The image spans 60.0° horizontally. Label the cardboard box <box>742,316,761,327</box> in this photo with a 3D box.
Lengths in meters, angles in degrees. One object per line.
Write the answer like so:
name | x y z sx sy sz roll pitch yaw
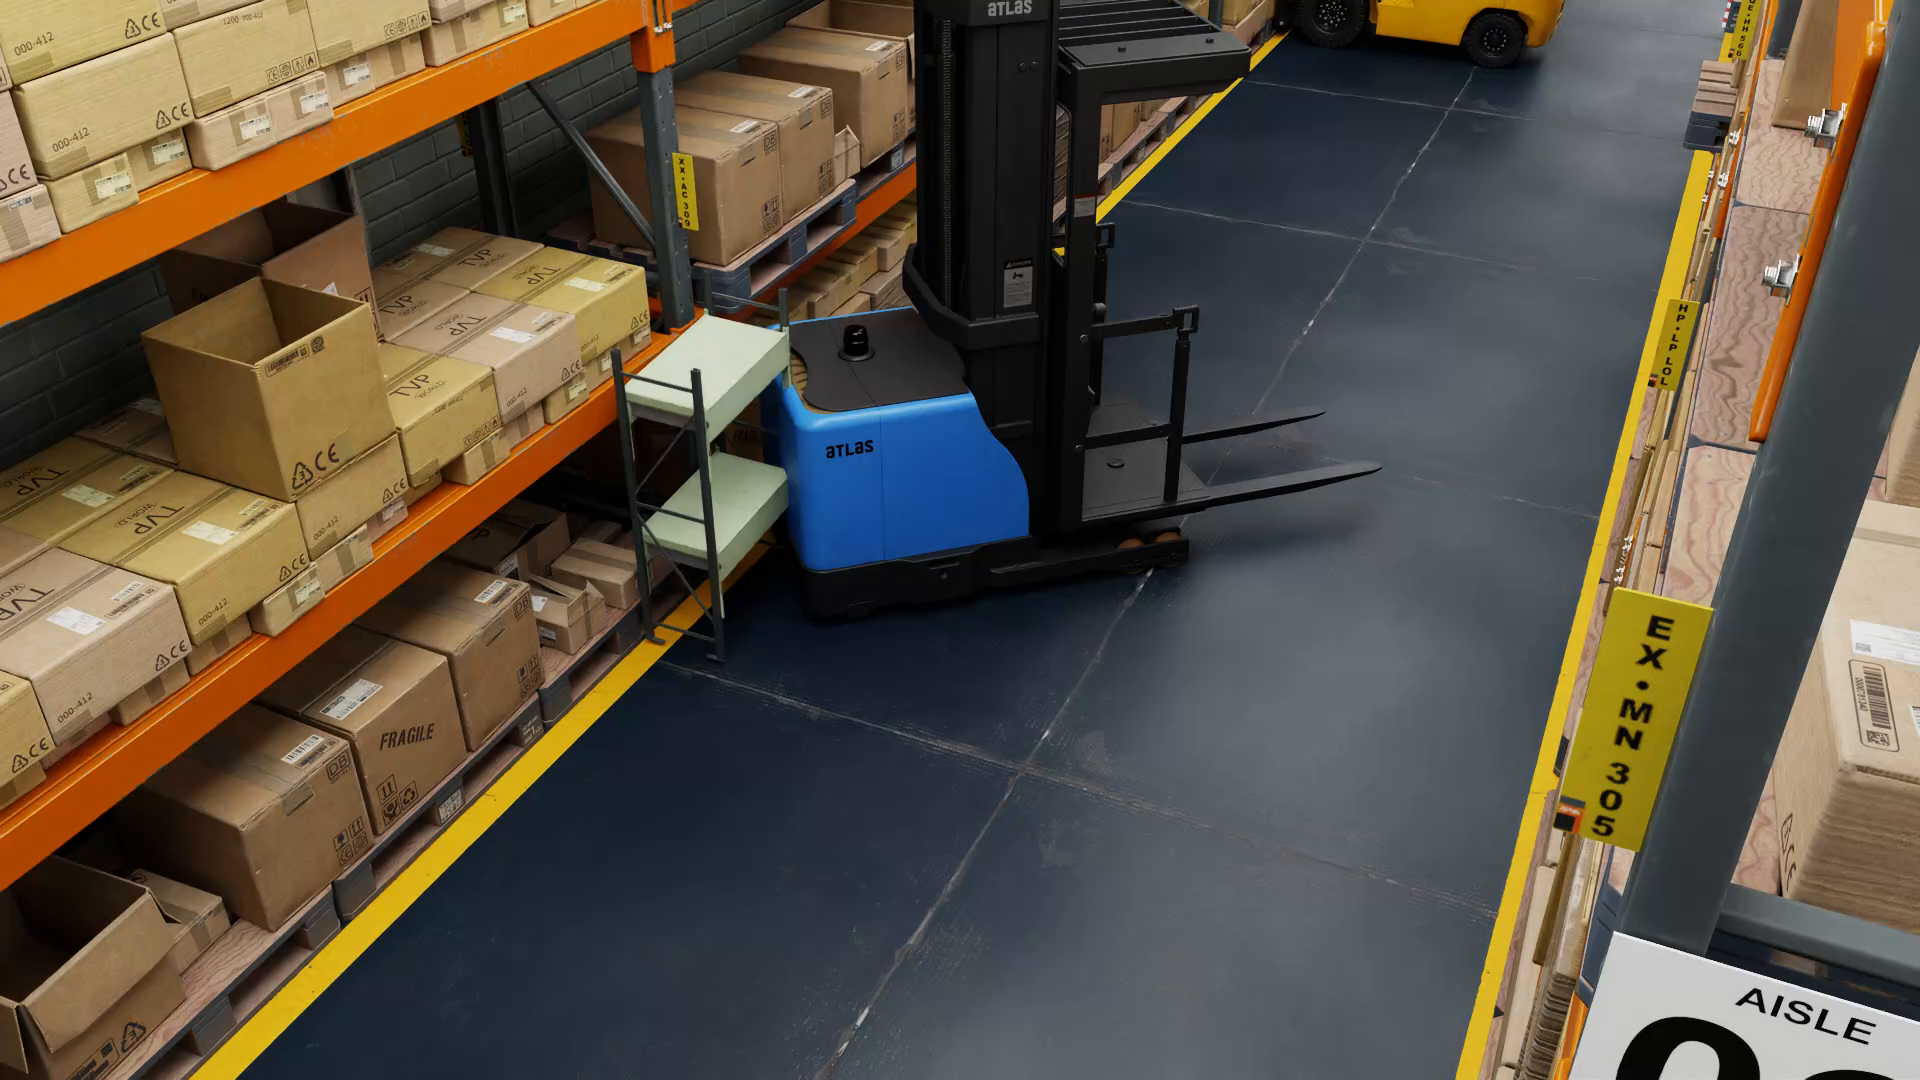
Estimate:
cardboard box | -1.188 -0.995 8.066 0.380 0.149 0.250 12 35 18

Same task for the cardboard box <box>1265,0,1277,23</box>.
cardboard box | 2.605 -4.902 15.115 0.500 0.250 0.500 15 36 21

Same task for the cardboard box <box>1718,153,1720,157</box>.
cardboard box | 5.698 -2.515 11.363 0.950 0.372 0.625 16 37 23

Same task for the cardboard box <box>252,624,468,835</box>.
cardboard box | -2.271 0.711 6.327 0.500 0.500 0.500 15 36 21

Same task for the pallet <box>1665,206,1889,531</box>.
pallet | 2.002 -0.281 3.289 1.003 0.211 1.213 14 36 20

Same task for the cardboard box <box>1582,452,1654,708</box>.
cardboard box | 3.052 0.311 6.594 0.875 0.875 0.875 15 36 22

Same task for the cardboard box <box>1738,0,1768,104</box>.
cardboard box | 4.110 -2.337 8.075 0.500 0.500 0.500 13 35 19

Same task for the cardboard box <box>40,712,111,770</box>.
cardboard box | -2.789 0.509 4.967 0.380 0.149 0.250 14 36 20

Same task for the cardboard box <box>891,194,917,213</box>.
cardboard box | -0.336 -1.916 9.741 0.380 0.149 0.250 15 36 22

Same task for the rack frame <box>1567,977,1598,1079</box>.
rack frame | 1.192 1.918 2.590 1.000 3.000 0.127 14 36 20

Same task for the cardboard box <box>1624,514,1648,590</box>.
cardboard box | 2.217 0.307 4.955 0.500 0.500 0.500 14 36 21

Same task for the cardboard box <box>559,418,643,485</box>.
cardboard box | -1.708 -0.654 8.408 0.500 0.500 0.500 14 36 20

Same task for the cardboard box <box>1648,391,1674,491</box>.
cardboard box | 2.824 -0.293 6.098 0.500 0.250 0.500 13 36 19

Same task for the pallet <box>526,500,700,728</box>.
pallet | -1.933 0.297 7.605 1.003 0.211 1.213 14 36 20

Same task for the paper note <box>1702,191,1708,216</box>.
paper note | 1.542 -0.694 3.450 0.006 0.032 0.123 14 36 21

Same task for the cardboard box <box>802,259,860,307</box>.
cardboard box | -0.763 -1.395 8.947 0.380 0.149 0.250 15 36 22

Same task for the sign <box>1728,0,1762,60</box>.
sign | 4.042 -2.637 8.553 0.100 0.325 0.005 14 36 20

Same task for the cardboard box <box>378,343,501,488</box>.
cardboard box | -2.053 -0.465 6.089 0.500 0.250 0.500 14 36 20

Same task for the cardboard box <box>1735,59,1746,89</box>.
cardboard box | 4.477 -2.699 8.884 0.500 0.500 0.500 13 35 19

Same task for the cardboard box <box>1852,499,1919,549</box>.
cardboard box | 1.401 0.079 2.413 0.380 0.149 0.250 11 35 17

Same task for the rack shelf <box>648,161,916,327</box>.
rack shelf | -0.808 -1.906 9.078 1.077 0.370 4.000 14 36 20

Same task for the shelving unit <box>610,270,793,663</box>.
shelving unit | -1.075 -0.310 7.284 0.431 1.500 0.755 15 39 18

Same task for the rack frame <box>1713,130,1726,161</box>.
rack frame | 6.212 -4.059 11.704 1.000 3.000 0.127 14 36 20

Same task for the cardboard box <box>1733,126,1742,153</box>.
cardboard box | 3.264 -1.322 6.527 0.500 0.500 0.500 15 36 22

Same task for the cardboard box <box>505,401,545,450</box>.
cardboard box | -1.859 -0.495 6.499 0.380 0.149 0.250 15 36 22

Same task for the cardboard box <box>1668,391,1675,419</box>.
cardboard box | 2.829 -0.496 5.952 0.500 0.250 0.500 14 36 20

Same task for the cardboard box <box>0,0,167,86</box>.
cardboard box | -2.477 -1.410 4.339 0.500 0.250 0.500 14 36 20

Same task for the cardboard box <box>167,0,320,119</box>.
cardboard box | -2.269 -1.466 4.881 0.500 0.250 0.500 14 36 20

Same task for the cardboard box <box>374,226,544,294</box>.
cardboard box | -2.097 -1.088 7.039 0.500 0.250 0.500 14 36 20

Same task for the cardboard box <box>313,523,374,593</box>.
cardboard box | -2.256 0.019 5.714 0.380 0.149 0.250 15 36 22

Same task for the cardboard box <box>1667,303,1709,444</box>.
cardboard box | 2.446 -0.353 5.049 0.500 0.500 0.500 14 36 21

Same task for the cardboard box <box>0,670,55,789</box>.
cardboard box | -2.884 0.555 4.533 0.500 0.250 0.500 14 36 21

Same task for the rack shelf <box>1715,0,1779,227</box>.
rack shelf | 3.702 -2.024 6.522 1.077 0.370 4.000 14 36 20

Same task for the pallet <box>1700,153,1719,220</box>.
pallet | 5.888 -2.504 11.877 1.003 0.211 1.213 14 36 20

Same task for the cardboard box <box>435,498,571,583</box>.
cardboard box | -2.136 0.012 7.565 0.500 0.311 0.500 15 36 22

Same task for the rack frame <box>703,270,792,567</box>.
rack frame | -0.933 -0.509 7.556 0.400 1.500 0.023 15 39 18

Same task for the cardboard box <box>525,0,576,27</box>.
cardboard box | -1.632 -1.992 6.047 0.380 0.149 0.250 14 36 20

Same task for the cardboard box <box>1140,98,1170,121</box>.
cardboard box | 1.163 -3.731 12.987 0.875 0.625 0.625 14 36 20

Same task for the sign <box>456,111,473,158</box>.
sign | -2.150 -1.821 7.236 0.100 0.325 0.005 14 36 20

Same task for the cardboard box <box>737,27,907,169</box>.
cardboard box | -0.694 -2.267 8.498 0.700 0.500 0.500 14 36 20

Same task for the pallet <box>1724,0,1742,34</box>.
pallet | 5.761 -3.631 11.227 1.003 0.211 1.213 14 36 20

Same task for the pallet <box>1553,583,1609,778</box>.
pallet | 3.120 0.690 7.005 1.003 0.211 1.213 14 36 20

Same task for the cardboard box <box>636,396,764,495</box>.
cardboard box | -1.238 -0.531 8.221 0.500 0.500 0.500 16 36 23

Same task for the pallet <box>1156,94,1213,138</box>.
pallet | 1.430 -3.654 13.629 1.003 0.211 1.213 14 36 20

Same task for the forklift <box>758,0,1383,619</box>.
forklift | 0.595 -1.329 7.604 3.031 2.935 1.130 -10 35 -15

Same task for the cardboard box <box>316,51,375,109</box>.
cardboard box | -2.097 -1.486 5.274 0.380 0.149 0.250 15 36 21

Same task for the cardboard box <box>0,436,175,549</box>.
cardboard box | -2.938 -0.073 5.491 0.500 0.250 0.500 15 36 22

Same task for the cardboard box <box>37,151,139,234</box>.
cardboard box | -2.464 -0.967 4.482 0.380 0.149 0.250 14 36 20

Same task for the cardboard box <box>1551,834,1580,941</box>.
cardboard box | 1.579 0.651 3.519 0.500 0.500 0.500 14 36 20

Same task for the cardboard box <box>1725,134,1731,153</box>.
cardboard box | 3.885 -1.760 7.879 0.500 0.250 0.500 15 36 22
